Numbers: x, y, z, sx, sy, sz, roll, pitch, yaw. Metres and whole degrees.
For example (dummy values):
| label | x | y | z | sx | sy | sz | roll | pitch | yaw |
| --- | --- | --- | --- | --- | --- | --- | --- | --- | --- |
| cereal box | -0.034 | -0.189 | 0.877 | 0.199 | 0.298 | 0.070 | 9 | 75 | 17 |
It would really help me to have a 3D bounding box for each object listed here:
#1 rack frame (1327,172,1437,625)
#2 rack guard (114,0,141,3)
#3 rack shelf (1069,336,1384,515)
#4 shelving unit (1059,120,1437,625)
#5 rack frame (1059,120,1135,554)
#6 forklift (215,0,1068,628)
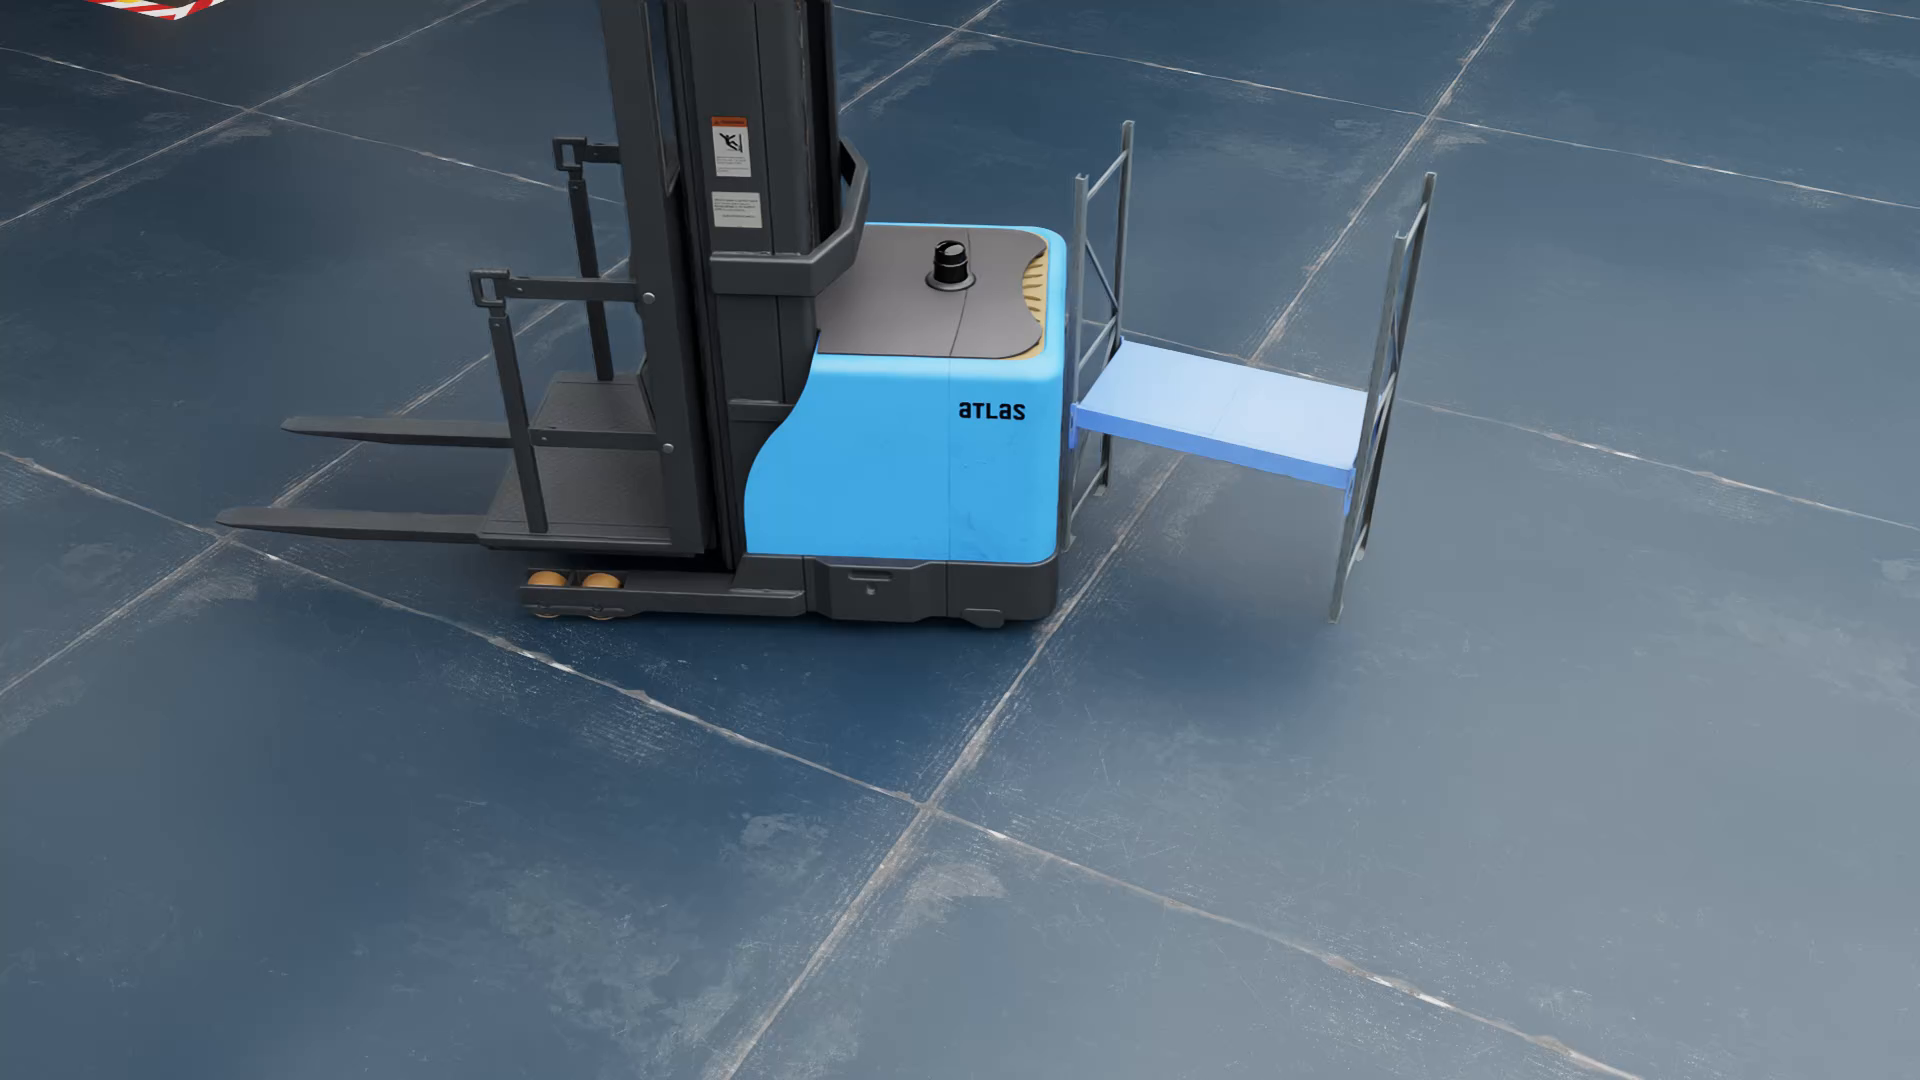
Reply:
| label | x | y | z | sx | sy | sz | roll | pitch | yaw |
| --- | --- | --- | --- | --- | --- | --- | --- | --- | --- |
| rack frame | 1.411 | -0.441 | 5.590 | 0.032 | 1.500 | 0.500 | 15 | 40 | 19 |
| rack guard | -5.298 | -4.060 | 11.185 | 0.348 | 0.500 | 1.175 | 17 | 41 | 21 |
| rack shelf | 0.945 | -0.420 | 5.861 | 1.000 | 0.185 | 0.538 | 15 | 40 | 19 |
| shelving unit | 0.945 | -0.564 | 5.752 | 1.048 | 1.500 | 0.538 | 15 | 40 | 19 |
| rack frame | 0.479 | -0.687 | 5.914 | 0.032 | 1.500 | 0.500 | 15 | 40 | 19 |
| forklift | -1.146 | -1.201 | 5.408 | 3.031 | 2.935 | 1.130 | 2 | 37 | 3 |
